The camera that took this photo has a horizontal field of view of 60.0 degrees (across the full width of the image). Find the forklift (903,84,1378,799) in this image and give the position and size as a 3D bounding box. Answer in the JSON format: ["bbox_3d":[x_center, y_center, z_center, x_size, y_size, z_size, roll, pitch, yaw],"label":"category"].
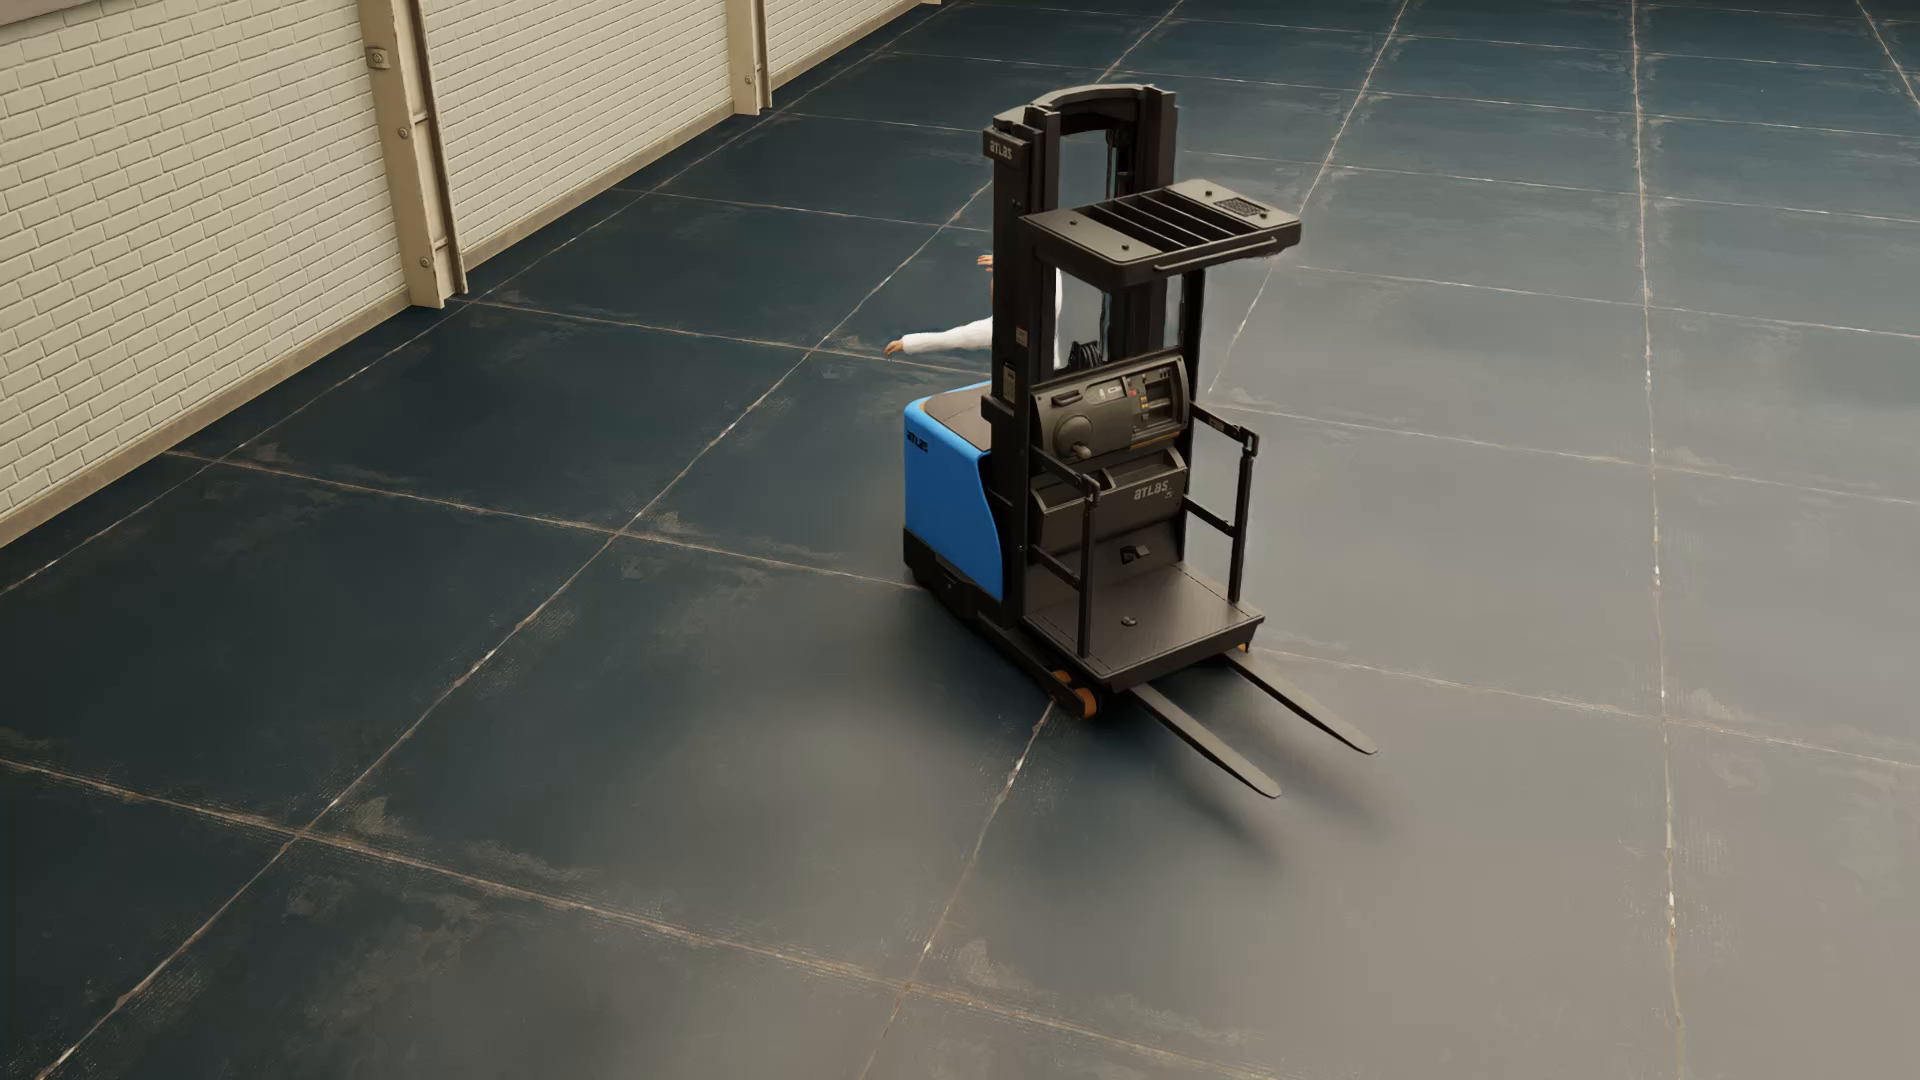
[{"bbox_3d":[0.889,-0.622,8.227,1.130,2.935,3.031,-18,34,-28],"label":"forklift"}]

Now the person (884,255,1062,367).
[{"bbox_3d":[0.146,-1.099,10.543,1.112,1.497,0.967,6,30,11],"label":"person"}]
